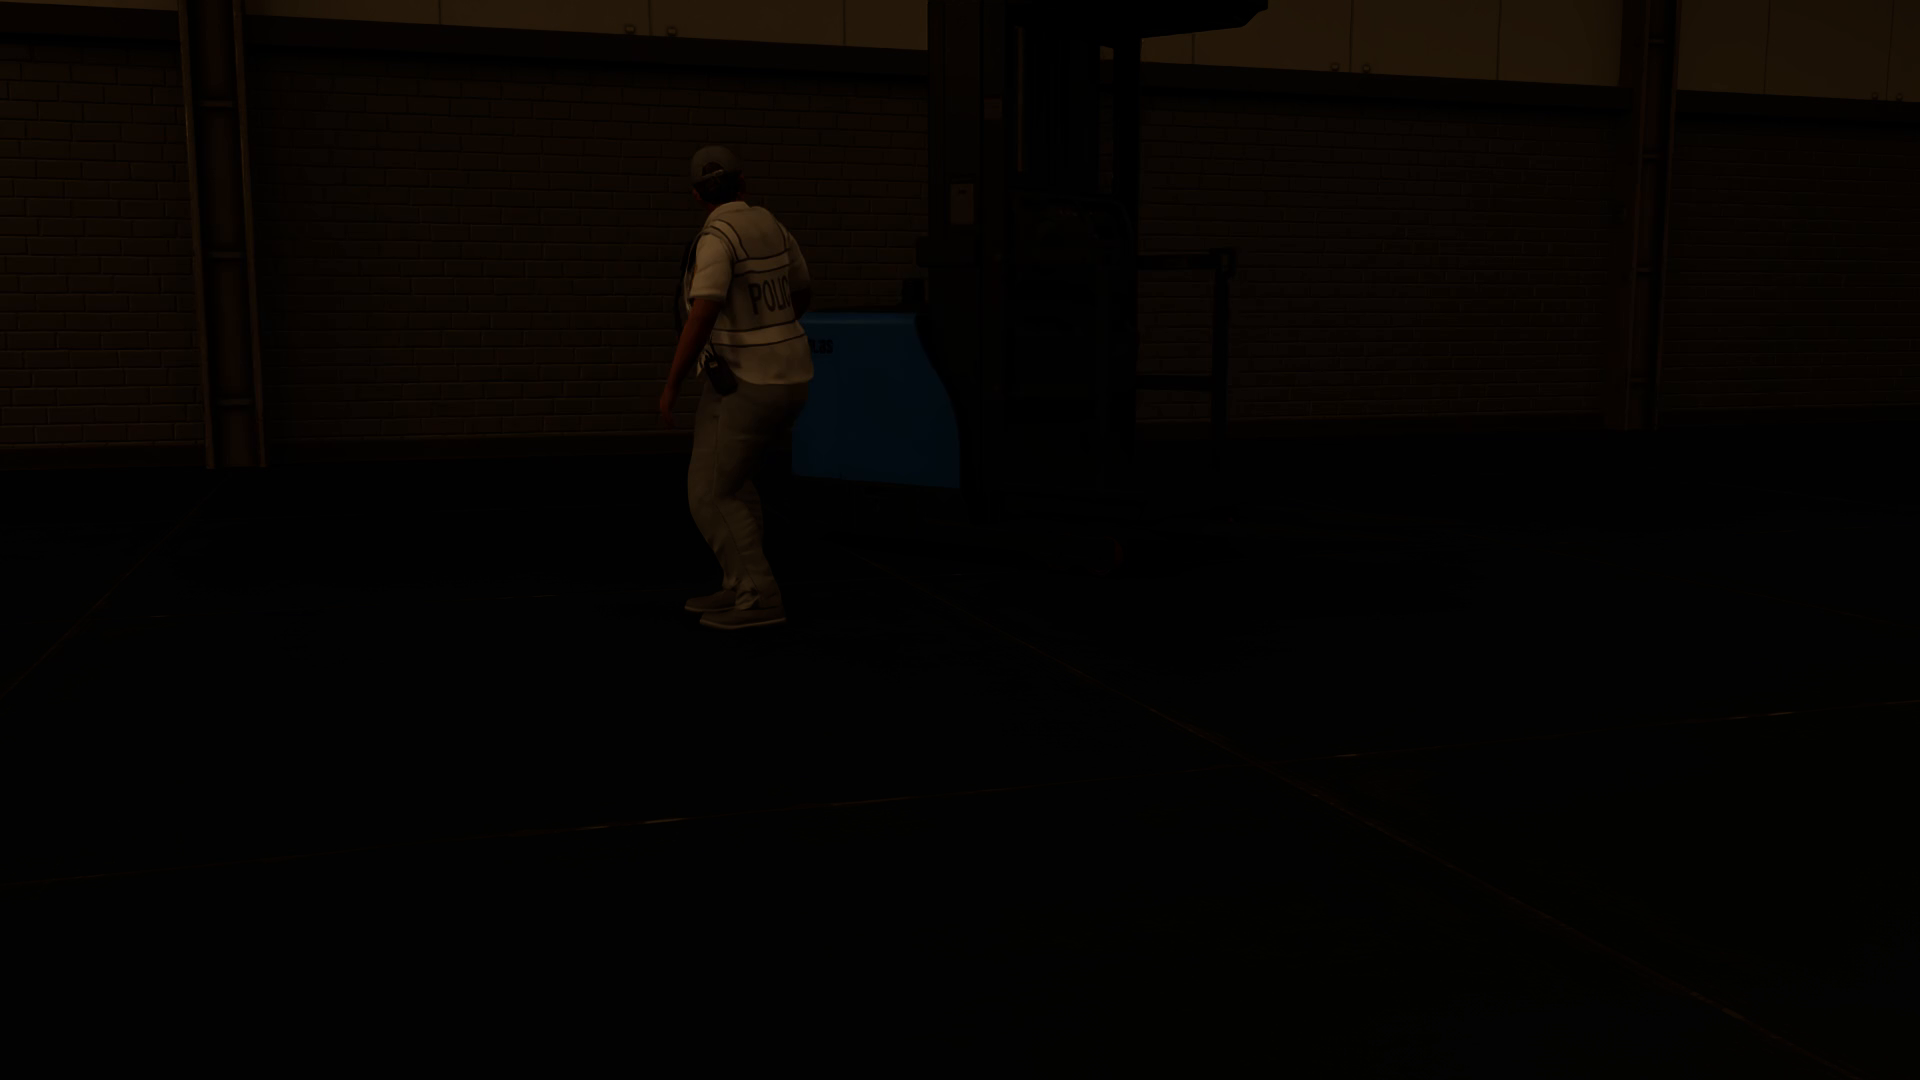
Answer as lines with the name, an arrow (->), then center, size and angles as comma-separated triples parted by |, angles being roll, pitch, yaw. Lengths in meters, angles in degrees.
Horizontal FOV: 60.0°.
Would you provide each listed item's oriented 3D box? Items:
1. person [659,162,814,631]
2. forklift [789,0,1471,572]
person -> -0.790, -0.506, 5.681 | 0.513, 1.622, 0.677 | 2, 8, 17
forklift -> 0.668, -1.384, 7.226 | 3.031, 2.935, 1.130 | 6, 10, 37
